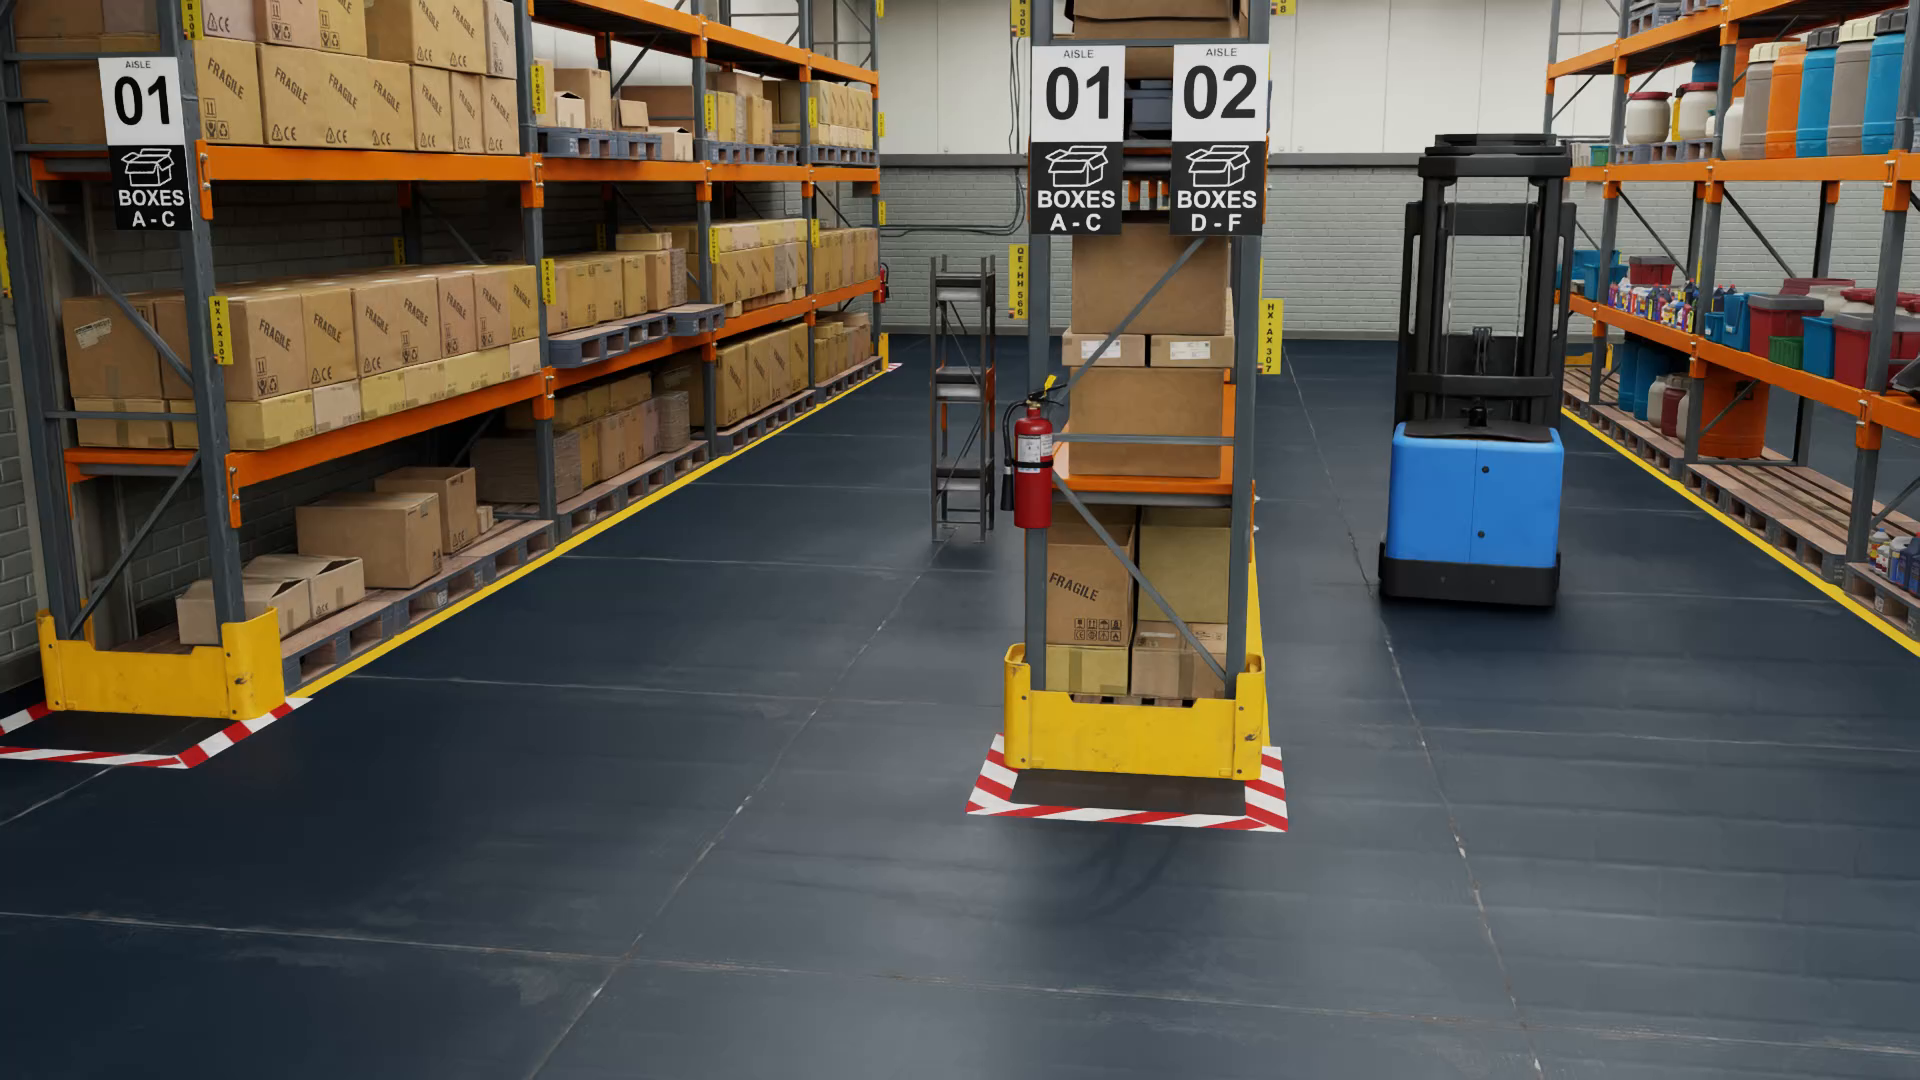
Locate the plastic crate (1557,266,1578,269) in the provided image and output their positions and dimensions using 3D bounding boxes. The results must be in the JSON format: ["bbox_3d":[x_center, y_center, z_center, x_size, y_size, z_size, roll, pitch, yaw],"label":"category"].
[{"bbox_3d":[7.693,-3.382,21.320,0.416,0.233,0.300,2,12,9],"label":"plastic crate"}]

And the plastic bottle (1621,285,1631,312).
[{"bbox_3d":[6.993,-2.533,17.432,0.097,0.271,0.097,0,12,0],"label":"plastic bottle"}]

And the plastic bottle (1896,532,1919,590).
[{"bbox_3d":[5.777,0.121,10.058,0.144,0.351,0.185,2,12,10],"label":"plastic bottle"}]

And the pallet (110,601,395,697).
[{"bbox_3d":[-3.921,0.577,9.314,1.003,0.211,1.213,2,12,9],"label":"pallet"}]

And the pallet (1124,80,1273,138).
[{"bbox_3d":[0.937,-2.012,7.799,1.003,0.211,1.213,2,12,9],"label":"pallet"}]

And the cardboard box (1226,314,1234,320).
[{"bbox_3d":[1.233,-1.098,8.692,0.380,0.149,0.250,1,12,7],"label":"cardboard box"}]

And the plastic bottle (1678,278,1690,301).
[{"bbox_3d":[7.581,-2.558,17.359,0.144,0.351,0.185,2,12,9],"label":"plastic bottle"}]

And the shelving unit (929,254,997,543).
[{"bbox_3d":[0.025,-1.061,12.432,0.431,2.100,0.503,2,12,9],"label":"shelving unit"}]

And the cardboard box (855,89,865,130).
[{"bbox_3d":[-1.563,-5.682,21.959,0.500,0.500,0.500,2,12,10],"label":"cardboard box"}]

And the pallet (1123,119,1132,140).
[{"bbox_3d":[1.312,-2.520,10.156,1.003,0.211,1.213,2,12,9],"label":"pallet"}]

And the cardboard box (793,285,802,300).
[{"bbox_3d":[-2.035,-2.854,19.167,0.380,0.149,0.250,2,12,10],"label":"cardboard box"}]

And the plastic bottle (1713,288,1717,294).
[{"bbox_3d":[7.646,-2.417,16.883,0.152,0.276,0.135,2,12,9],"label":"plastic bottle"}]

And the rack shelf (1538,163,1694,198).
[{"bbox_3d":[7.850,-4.310,19.961,1.077,0.370,4.000,2,12,9],"label":"rack shelf"}]

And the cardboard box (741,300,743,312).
[{"bbox_3d":[-2.463,-2.431,17.202,0.380,0.149,0.250,2,12,10],"label":"cardboard box"}]

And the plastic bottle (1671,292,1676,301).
[{"bbox_3d":[6.914,-2.259,16.134,0.061,0.283,0.133,2,12,9],"label":"plastic bottle"}]

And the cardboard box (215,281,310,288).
[{"bbox_3d":[-4.068,-1.223,9.575,0.500,0.500,0.500,2,12,7],"label":"cardboard box"}]

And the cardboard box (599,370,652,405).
[{"bbox_3d":[-3.071,-1.359,14.789,0.500,0.250,0.500,2,12,10],"label":"cardboard box"}]

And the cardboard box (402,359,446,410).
[{"bbox_3d":[-3.474,-0.950,10.088,0.500,0.250,0.500,2,12,9],"label":"cardboard box"}]

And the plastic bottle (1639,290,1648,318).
[{"bbox_3d":[6.871,-2.368,16.667,0.097,0.271,0.097,0,12,0],"label":"plastic bottle"}]

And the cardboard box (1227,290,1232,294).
[{"bbox_3d":[1.548,-1.526,10.678,0.380,0.149,0.250,2,12,7],"label":"cardboard box"}]

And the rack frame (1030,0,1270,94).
[{"bbox_3d":[0.803,-3.375,6.795,1.000,3.000,0.127,2,12,9],"label":"rack frame"}]

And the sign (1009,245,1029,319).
[{"bbox_3d":[0.269,-1.145,7.375,0.100,0.325,0.005,2,12,9],"label":"sign"}]

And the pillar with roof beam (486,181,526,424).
[{"bbox_3d":[0.337,-4.818,13.490,9.100,9.000,0.400,2,12,9],"label":"pillar with roof beam"}]

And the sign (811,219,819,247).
[{"bbox_3d":[-1.710,-3.612,19.573,0.100,0.325,0.005,2,12,9],"label":"sign"}]

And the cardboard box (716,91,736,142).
[{"bbox_3d":[-2.717,-4.327,17.052,0.700,0.500,0.500,3,12,12],"label":"cardboard box"}]

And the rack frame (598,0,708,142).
[{"bbox_3d":[-2.862,-5.200,15.263,1.000,3.000,0.127,2,12,9],"label":"rack frame"}]

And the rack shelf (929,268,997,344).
[{"bbox_3d":[0.025,-1.732,12.287,0.431,0.518,0.480,2,12,9],"label":"rack shelf"}]

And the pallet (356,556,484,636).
[{"bbox_3d":[-3.731,0.324,10.489,1.003,0.211,1.213,2,12,9],"label":"pallet"}]

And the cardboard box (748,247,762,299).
[{"bbox_3d":[-2.368,-2.776,17.266,0.500,0.500,0.500,2,12,8],"label":"cardboard box"}]

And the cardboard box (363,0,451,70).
[{"bbox_3d":[-3.431,-3.112,10.036,0.500,0.500,0.500,1,12,7],"label":"cardboard box"}]

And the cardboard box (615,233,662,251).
[{"bbox_3d":[-2.921,-2.708,15.119,0.380,0.149,0.250,0,12,-1],"label":"cardboard box"}]

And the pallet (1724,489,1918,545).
[{"bbox_3d":[6.579,-0.170,12.782,1.003,0.211,1.213,2,12,9],"label":"pallet"}]

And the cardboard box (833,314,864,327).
[{"bbox_3d":[-1.519,-2.999,22.684,0.380,0.149,0.250,2,12,10],"label":"cardboard box"}]

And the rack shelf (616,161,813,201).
[{"bbox_3d":[-2.555,-3.799,17.587,1.077,0.370,4.000,2,12,9],"label":"rack shelf"}]

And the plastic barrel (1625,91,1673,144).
[{"bbox_3d":[7.213,-4.416,17.424,0.433,0.535,0.433,0,12,0],"label":"plastic barrel"}]

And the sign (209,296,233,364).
[{"bbox_3d":[-3.557,-1.008,7.995,0.100,0.325,0.005,2,12,9],"label":"sign"}]

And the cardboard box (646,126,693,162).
[{"bbox_3d":[-2.706,-3.541,14.850,0.500,0.311,0.500,2,12,9],"label":"cardboard box"}]

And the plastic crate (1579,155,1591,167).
[{"bbox_3d":[7.362,-4.394,19.267,0.293,0.136,0.466,2,12,9],"label":"plastic crate"}]

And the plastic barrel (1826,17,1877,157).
[{"bbox_3d":[6.276,-3.074,11.329,0.600,0.901,0.600,0,12,0],"label":"plastic barrel"}]

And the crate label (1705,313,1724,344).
[{"bbox_3d":[6.492,-1.789,14.073,0.303,0.233,0.416,2,12,9],"label":"crate label"}]

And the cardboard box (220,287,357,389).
[{"bbox_3d":[-3.636,-1.097,8.994,0.500,0.500,0.500,2,12,9],"label":"cardboard box"}]

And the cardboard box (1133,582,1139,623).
[{"bbox_3d":[0.733,0.367,9.203,0.500,0.250,0.500,2,12,9],"label":"cardboard box"}]

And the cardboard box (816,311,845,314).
[{"bbox_3d":[-1.819,-3.117,23.233,0.380,0.149,0.250,2,12,9],"label":"cardboard box"}]

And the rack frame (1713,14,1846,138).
[{"bbox_3d":[6.927,-4.879,13.774,1.000,3.000,0.127,2,12,9],"label":"rack frame"}]

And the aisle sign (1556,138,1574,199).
[{"bbox_3d":[7.875,-4.907,21.973,0.394,0.787,0.004,2,12,9],"label":"aisle sign"}]

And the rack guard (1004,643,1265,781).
[{"bbox_3d":[0.799,0.784,7.667,1.175,0.500,0.348,2,12,9],"label":"rack guard"}]

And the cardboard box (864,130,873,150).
[{"bbox_3d":[-1.482,-5.419,22.520,0.500,0.250,0.500,2,12,10],"label":"cardboard box"}]

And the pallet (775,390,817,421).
[{"bbox_3d":[-2.291,-1.574,19.296,1.003,0.211,1.213,2,12,9],"label":"pallet"}]

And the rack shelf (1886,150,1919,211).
[{"bbox_3d":[6.004,-1.812,8.370,1.077,0.370,4.000,2,12,9],"label":"rack shelf"}]

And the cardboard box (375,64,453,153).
[{"bbox_3d":[-3.449,-2.625,10.150,0.500,0.500,0.500,1,12,6],"label":"cardboard box"}]

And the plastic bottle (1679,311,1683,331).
[{"bbox_3d":[6.639,-2.019,15.213,0.097,0.201,0.097,0,12,0],"label":"plastic bottle"}]

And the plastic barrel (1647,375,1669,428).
[{"bbox_3d":[7.157,-1.394,16.748,0.421,0.512,0.421,0,12,0],"label":"plastic barrel"}]

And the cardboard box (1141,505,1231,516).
[{"bbox_3d":[1.244,0.017,9.046,0.500,0.500,0.500,2,12,9],"label":"cardboard box"}]

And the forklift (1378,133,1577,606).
[{"bbox_3d":[3.595,-1.286,11.503,1.130,2.935,3.031,4,13,16],"label":"forklift"}]

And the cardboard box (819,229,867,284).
[{"bbox_3d":[-1.801,-3.821,22.393,0.980,0.700,0.700,2,12,8],"label":"cardboard box"}]

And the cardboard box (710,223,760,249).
[{"bbox_3d":[-2.383,-3.140,17.175,0.500,0.250,0.500,2,12,9],"label":"cardboard box"}]
